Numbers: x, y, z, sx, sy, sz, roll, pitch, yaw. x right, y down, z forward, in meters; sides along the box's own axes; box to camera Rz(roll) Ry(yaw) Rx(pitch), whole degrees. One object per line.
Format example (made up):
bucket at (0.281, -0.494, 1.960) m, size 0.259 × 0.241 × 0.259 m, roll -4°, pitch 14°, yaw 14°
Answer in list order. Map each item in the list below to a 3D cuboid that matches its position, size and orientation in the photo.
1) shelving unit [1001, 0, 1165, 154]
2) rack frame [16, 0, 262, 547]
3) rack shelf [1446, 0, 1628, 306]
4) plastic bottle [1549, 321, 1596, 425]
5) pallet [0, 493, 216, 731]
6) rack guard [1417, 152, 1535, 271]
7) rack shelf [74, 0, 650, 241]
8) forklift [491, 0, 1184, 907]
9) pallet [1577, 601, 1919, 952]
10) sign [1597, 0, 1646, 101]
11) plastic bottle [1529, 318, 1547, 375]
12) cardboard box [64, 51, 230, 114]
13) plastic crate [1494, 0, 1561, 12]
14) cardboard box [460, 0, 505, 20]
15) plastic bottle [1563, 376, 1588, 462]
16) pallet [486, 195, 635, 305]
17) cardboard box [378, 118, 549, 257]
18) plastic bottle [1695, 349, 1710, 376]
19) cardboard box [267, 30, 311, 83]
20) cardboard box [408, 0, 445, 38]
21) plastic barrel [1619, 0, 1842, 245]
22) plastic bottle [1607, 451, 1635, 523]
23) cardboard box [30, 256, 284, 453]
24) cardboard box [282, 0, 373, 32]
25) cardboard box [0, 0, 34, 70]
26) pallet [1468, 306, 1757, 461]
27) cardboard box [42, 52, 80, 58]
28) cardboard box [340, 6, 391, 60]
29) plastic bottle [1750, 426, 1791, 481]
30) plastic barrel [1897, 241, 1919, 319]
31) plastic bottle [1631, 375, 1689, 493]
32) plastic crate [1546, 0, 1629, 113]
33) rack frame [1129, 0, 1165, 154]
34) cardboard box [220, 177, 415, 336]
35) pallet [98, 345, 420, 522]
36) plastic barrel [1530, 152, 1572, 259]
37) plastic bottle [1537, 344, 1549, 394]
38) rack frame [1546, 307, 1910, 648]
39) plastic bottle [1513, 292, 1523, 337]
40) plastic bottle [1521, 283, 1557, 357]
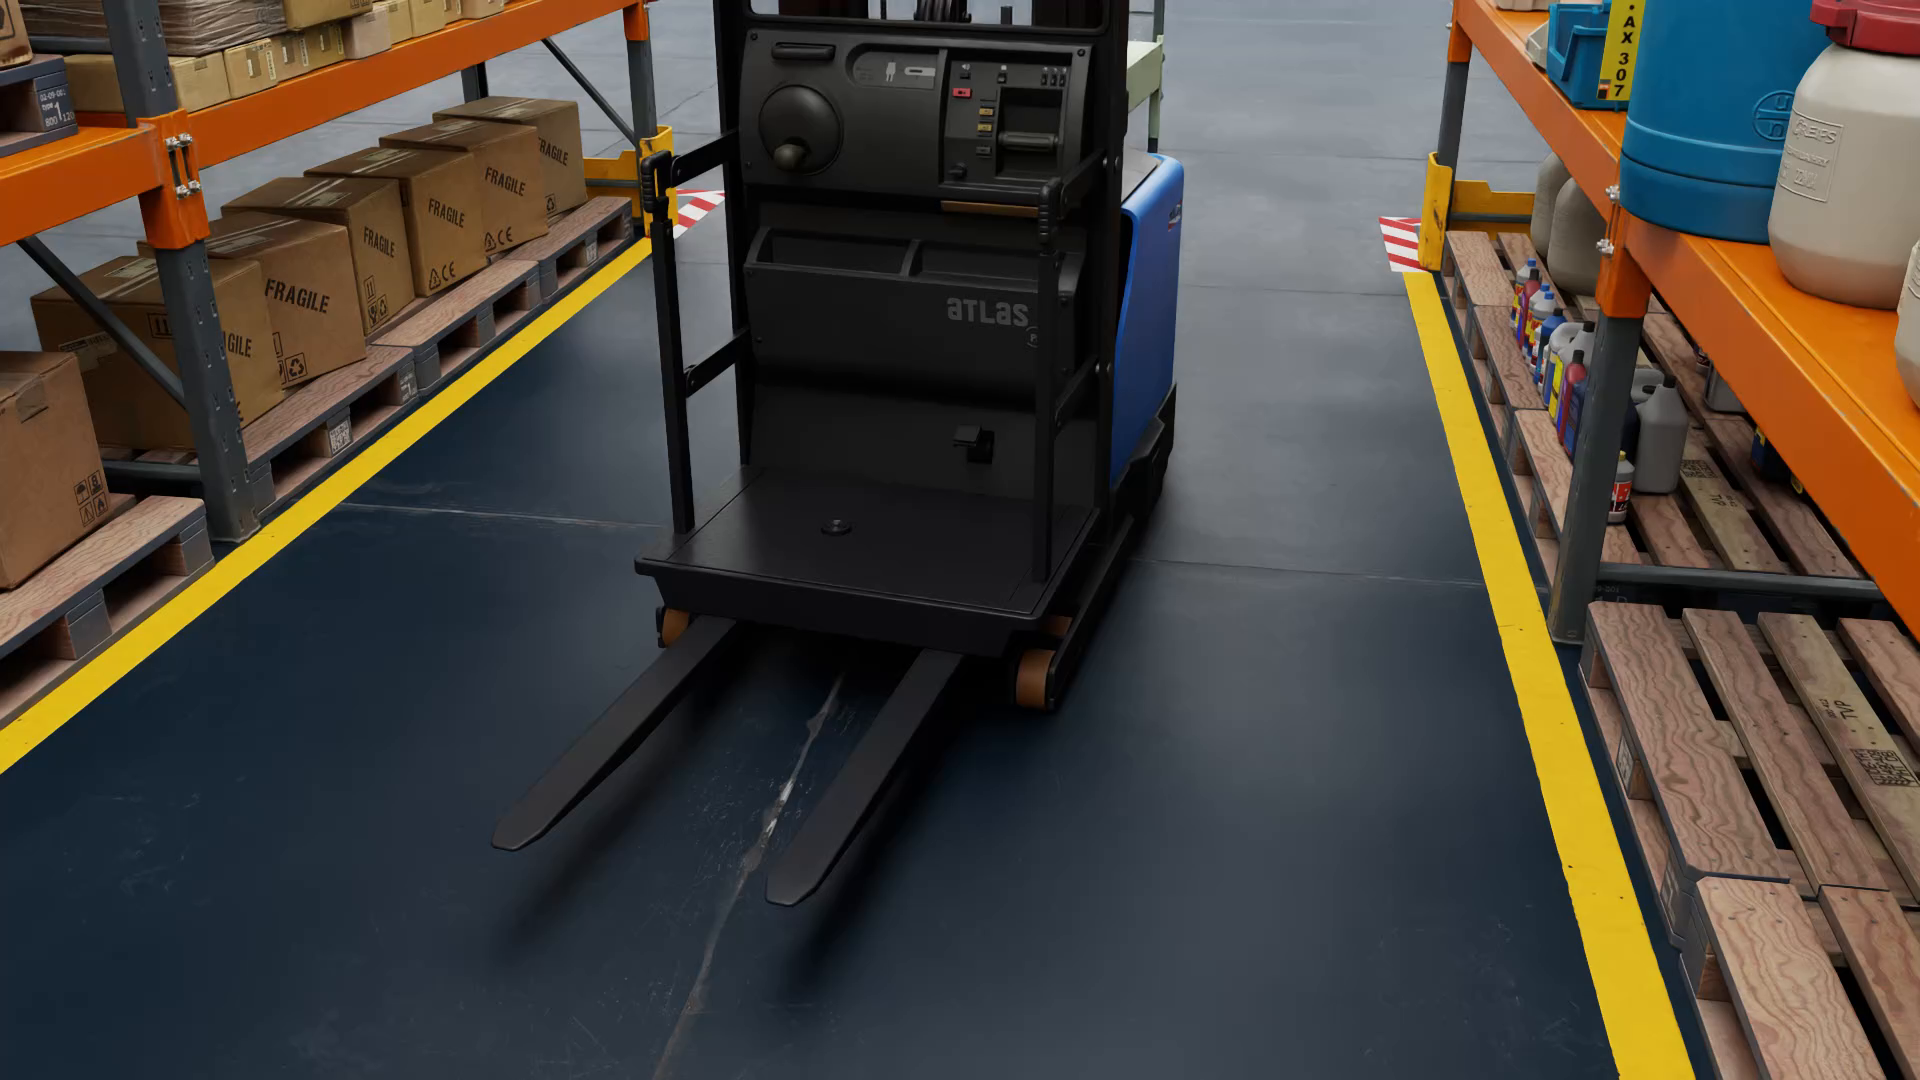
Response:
shelving unit at (0.438, -1.196, 6.037) m, size 0.431 × 1.500 × 0.755 m, roll 8°, pitch 26°, yaw 16°
rack frame at (-2.736, -1.399, 4.701) m, size 1.000 × 3.000 × 0.127 m, roll 4°, pitch 25°, yaw 9°
rack shelf at (2.478, -1.567, 5.907) m, size 1.077 × 0.370 × 4.000 m, roll 4°, pitch 25°, yaw 9°
plastic bottle at (2.056, -0.560, 5.514) m, size 0.144 × 0.351 × 0.185 m, roll 4°, pitch 25°, yaw 8°
pallet at (-2.861, 0.190, 4.596) m, size 1.003 × 0.211 × 1.213 m, roll 4°, pitch 25°, yaw 9°
rack guard at (2.838, -1.562, 7.997) m, size 1.175 × 0.500 × 0.348 m, roll 4°, pitch 25°, yaw 9°
rack shelf at (-2.409, -1.910, 6.640) m, size 1.077 × 0.370 × 4.000 m, roll 4°, pitch 25°, yaw 9°
forklift at (-0.188, -1.073, 4.085) m, size 1.130 × 2.935 × 3.031 m, roll 8°, pitch 26°, yaw 16°
pallet at (2.061, 0.538, 3.851) m, size 1.003 × 0.211 × 1.213 m, roll 4°, pitch 25°, yaw 9°
sign at (1.610, -1.224, 4.000) m, size 0.100 × 0.325 × 0.005 m, roll 4°, pitch 25°, yaw 9°
plastic bottle at (2.112, -0.697, 5.984) m, size 0.097 × 0.201 × 0.097 m, roll 0°, pitch 25°, yaw 0°
cardboard box at (-2.404, -1.354, 4.902) m, size 0.380 × 0.149 × 0.250 m, roll 4°, pitch 25°, yaw 9°
plastic crate at (2.341, -2.257, 6.846) m, size 0.298 × 0.136 × 0.250 m, roll 4°, pitch 25°, yaw 9°
cardboard box at (-2.066, -2.190, 6.687) m, size 0.380 × 0.149 × 0.250 m, roll 4°, pitch 25°, yaw 9°
plastic bottle at (2.003, -0.425, 5.225) m, size 0.144 × 0.351 × 0.185 m, roll 3°, pitch 25°, yaw 6°
pallet at (-2.262, -1.440, 8.077) m, size 1.003 × 0.211 × 1.213 m, roll 4°, pitch 25°, yaw 9°
cardboard box at (-2.264, -1.618, 7.621) m, size 0.500 × 0.500 × 0.500 m, roll 11°, pitch 27°, yaw 22°
plastic bottle at (2.720, -0.702, 5.992) m, size 0.097 × 0.201 × 0.097 m, roll 0°, pitch 25°, yaw 0°
cardboard box at (-2.337, -1.565, 5.351) m, size 0.380 × 0.149 × 0.250 m, roll 4°, pitch 25°, yaw 9°
cardboard box at (-2.172, -1.983, 6.244) m, size 0.380 × 0.149 × 0.250 m, roll 4°, pitch 25°, yaw 9°
plastic barrel at (1.789, -1.142, 3.561) m, size 0.600 × 0.901 × 0.708 m, roll 4°, pitch 25°, yaw 9°
plastic bottle at (1.903, -0.161, 4.838) m, size 0.097 × 0.201 × 0.097 m, roll 0°, pitch 25°, yaw 0°
cardboard box at (-2.631, -0.622, 5.493) m, size 0.500 × 0.500 × 0.500 m, roll 3°, pitch 25°, yaw 7°
cardboard box at (-2.485, -1.970, 5.451) m, size 0.875 × 0.500 × 0.500 m, roll 4°, pitch 25°, yaw 9°
cardboard box at (-3.004, -1.538, 3.795) m, size 1.000 × 1.000 × 1.000 m, roll 4°, pitch 25°, yaw 9°
pallet at (2.499, -0.583, 6.246) m, size 1.003 × 0.211 × 1.213 m, roll 4°, pitch 25°, yaw 9°
cardboard box at (-2.940, -1.500, 5.212) m, size 0.380 × 0.149 × 0.250 m, roll 4°, pitch 25°, yaw 9°
cardboard box at (-2.224, -1.771, 5.793) m, size 0.380 × 0.149 × 0.250 m, roll 4°, pitch 25°, yaw 9°
plastic bottle at (2.550, -0.374, 5.117) m, size 0.144 × 0.351 × 0.185 m, roll 4°, pitch 25°, yaw 9°
plastic barrel at (1.783, -0.450, 2.837) m, size 0.301 × 0.262 × 0.301 m, roll 0°, pitch 25°, yaw 0°
plastic bottle at (2.114, -0.335, 5.033) m, size 0.144 × 0.351 × 0.185 m, roll 4°, pitch 25°, yaw 9°
plastic crate at (2.064, -1.470, 5.028) m, size 0.499 × 0.251 × 0.616 m, roll 4°, pitch 25°, yaw 9°
rack frame at (0.548, -1.344, 6.353) m, size 0.400 × 1.500 × 0.023 m, roll 8°, pitch 26°, yaw 16°
cardboard box at (-2.521, -1.127, 6.572) m, size 0.500 × 0.500 × 0.500 m, roll 2°, pitch 25°, yaw 4°
pallet at (-2.661, -0.420, 5.897) m, size 1.003 × 0.211 × 1.213 m, roll 4°, pitch 25°, yaw 9°
plastic barrel at (2.772, -1.512, 7.381) m, size 0.421 × 0.512 × 0.421 m, roll 0°, pitch 25°, yaw 0°
plastic bottle at (2.078, -0.611, 5.800) m, size 0.097 × 0.201 × 0.097 m, roll 0°, pitch 25°, yaw 0°
rack frame at (2.151, -1.056, 3.968) m, size 1.000 × 3.000 × 0.127 m, roll 4°, pitch 25°, yaw 9°
plastic bottle at (2.184, -0.881, 6.375) m, size 0.097 × 0.201 × 0.097 m, roll 0°, pitch 25°, yaw 0°
plastic bottle at (2.145, -0.812, 6.147) m, size 0.097 × 0.271 × 0.097 m, roll 0°, pitch 25°, yaw 0°
